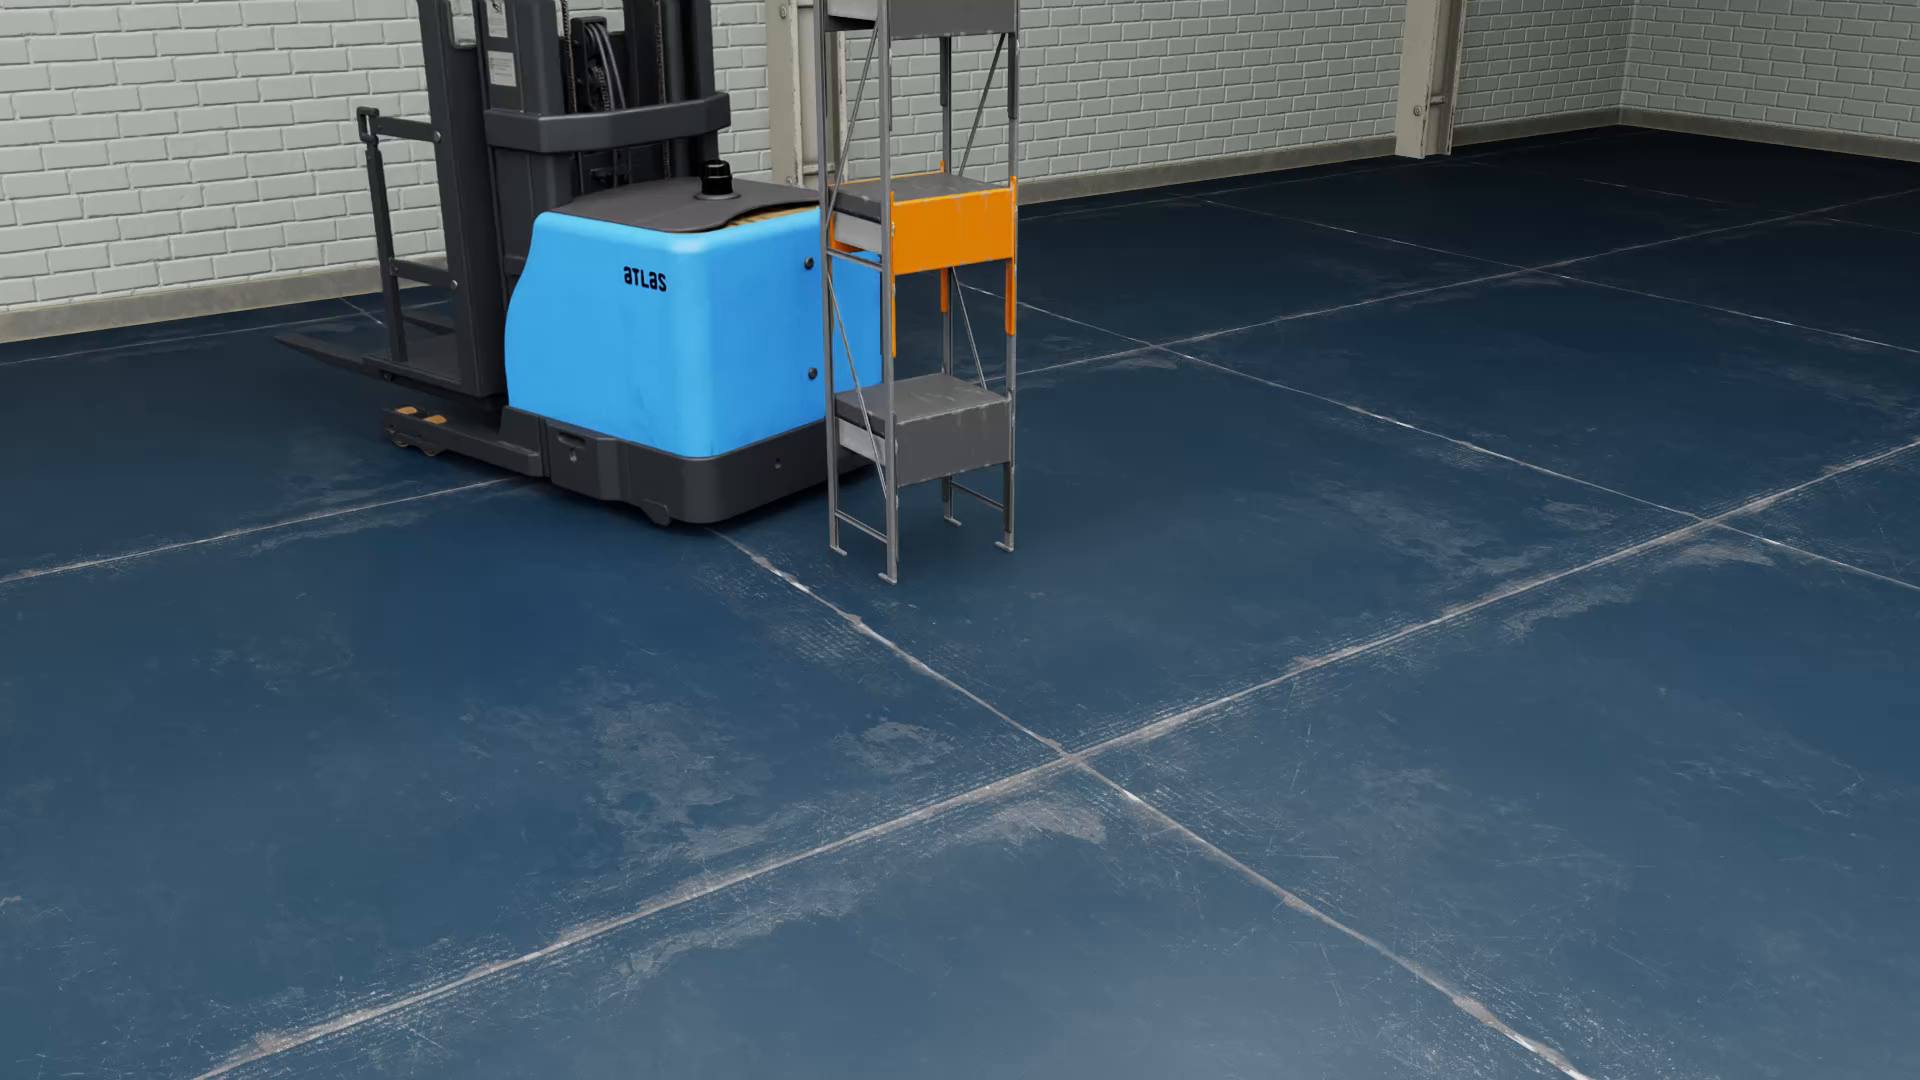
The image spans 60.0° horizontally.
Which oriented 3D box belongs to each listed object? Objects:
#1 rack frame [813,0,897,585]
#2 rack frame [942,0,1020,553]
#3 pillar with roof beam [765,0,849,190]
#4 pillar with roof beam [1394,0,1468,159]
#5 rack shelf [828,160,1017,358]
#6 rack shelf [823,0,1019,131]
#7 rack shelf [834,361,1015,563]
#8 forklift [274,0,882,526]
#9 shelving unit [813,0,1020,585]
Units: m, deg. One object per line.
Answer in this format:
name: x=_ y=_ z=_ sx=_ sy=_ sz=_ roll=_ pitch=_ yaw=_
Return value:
rack frame: x=-0.332 y=-0.887 z=5.285 sx=0.015 sy=2.100 sz=0.400 roll=-15 pitch=26 yaw=-33
rack frame: x=0.064 y=-0.992 z=5.550 sx=0.015 sy=2.100 sz=0.400 roll=-15 pitch=26 yaw=-33
pillar with roof beam: x=1.554 y=-4.854 z=5.918 sx=0.400 sy=9.000 sz=9.100 roll=-15 pitch=26 yaw=-33
pillar with roof beam: x=6.424 y=-6.152 z=9.173 sx=0.400 sy=9.000 sz=9.100 roll=-15 pitch=26 yaw=-33
rack shelf: x=-0.134 y=-0.927 z=5.423 sx=0.480 sy=0.518 sz=0.431 roll=-15 pitch=26 yaw=-33
rack shelf: x=-0.134 y=-1.577 z=5.163 sx=0.480 sy=0.518 sz=0.431 roll=-15 pitch=26 yaw=-33
rack shelf: x=-0.134 y=-0.277 z=5.682 sx=0.480 sy=0.518 sz=0.431 roll=-15 pitch=26 yaw=-33
forklift: x=-1.755 y=-1.836 z=6.542 sx=3.031 sy=2.935 sz=1.130 roll=16 pitch=27 yaw=35
shelving unit: x=-0.134 y=-0.939 z=5.417 sx=0.503 sy=2.100 sz=0.431 roll=-15 pitch=26 yaw=-33
